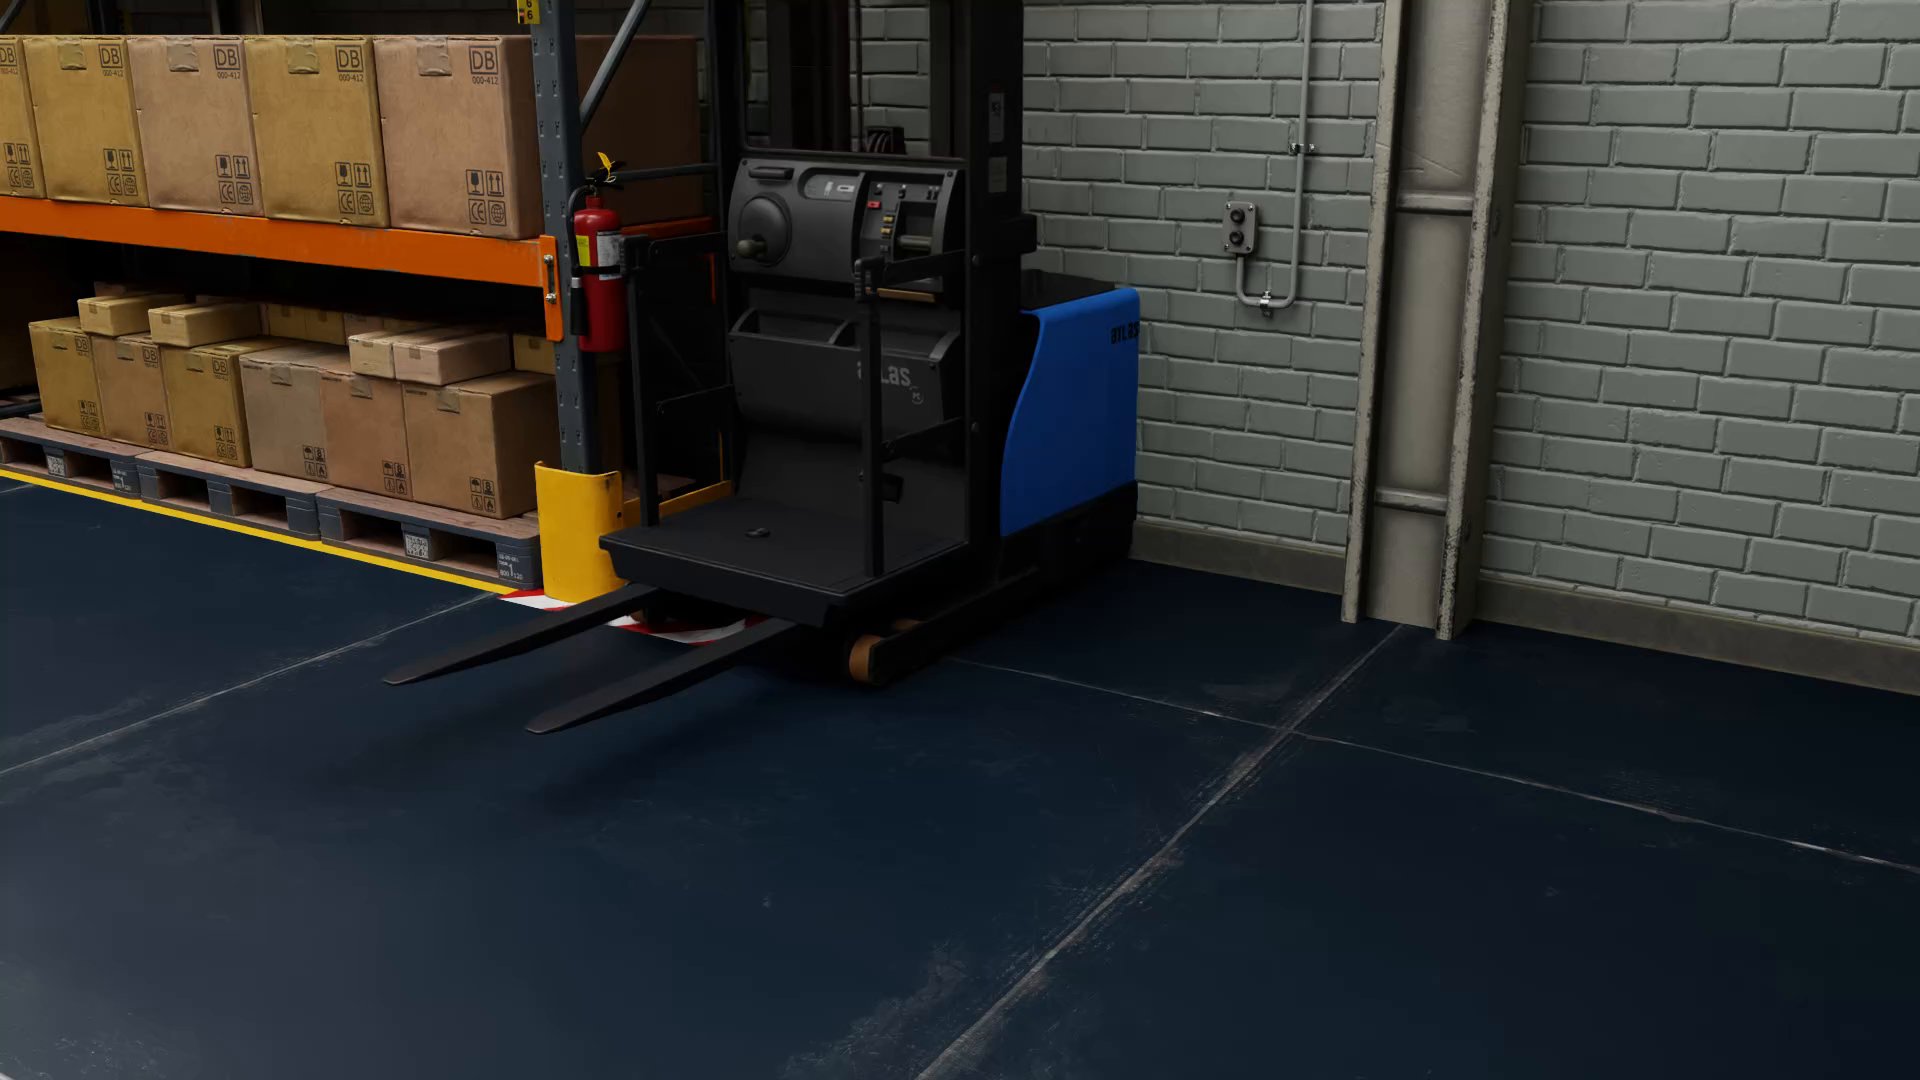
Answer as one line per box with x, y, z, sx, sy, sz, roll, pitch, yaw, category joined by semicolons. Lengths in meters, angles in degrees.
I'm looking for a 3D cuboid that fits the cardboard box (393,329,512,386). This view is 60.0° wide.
-2.000;-0.723;6.564;0.250;0.149;0.380;10;19;29;cardboard box

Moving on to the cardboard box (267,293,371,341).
-2.881;-1.011;7.509;0.250;0.149;0.380;10;19;29;cardboard box

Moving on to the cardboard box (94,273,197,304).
-3.991;-1.208;8.159;0.250;0.149;0.380;10;20;30;cardboard box

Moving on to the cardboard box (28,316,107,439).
-3.972;-0.826;8.019;0.500;0.500;0.700;10;20;31;cardboard box

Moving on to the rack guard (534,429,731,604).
-1.126;-0.152;6.523;0.348;0.500;1.175;10;20;30;rack guard

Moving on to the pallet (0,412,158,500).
-3.948;-0.491;8.135;1.213;0.211;1.003;10;20;30;pallet

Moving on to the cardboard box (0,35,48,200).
-4.101;-2.017;7.846;0.700;0.700;0.980;10;20;31;cardboard box

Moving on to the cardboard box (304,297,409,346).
-2.666;-0.972;7.382;0.250;0.149;0.380;10;20;31;cardboard box

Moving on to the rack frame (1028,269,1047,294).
0.373;-0.470;6.394;0.032;1.125;0.500;8;11;30;rack frame

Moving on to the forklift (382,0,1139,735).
-0.526;-1.091;5.430;1.130;2.935;3.031;11;20;33;forklift

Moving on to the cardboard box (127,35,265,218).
-2.857;-1.797;7.120;0.700;0.700;0.980;9;19;27;cardboard box

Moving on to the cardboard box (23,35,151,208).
-3.482;-1.905;7.476;0.700;0.700;0.980;10;19;29;cardboard box

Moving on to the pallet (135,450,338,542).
-2.904;-0.306;7.525;1.213;0.211;1.003;10;20;30;pallet

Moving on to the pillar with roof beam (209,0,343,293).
-5.759;-3.873;4.147;0.400;9.000;9.100;10;20;30;pillar with roof beam

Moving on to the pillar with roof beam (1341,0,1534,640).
-0.646;-2.960;1.143;0.400;9.000;9.100;10;20;30;pillar with roof beam

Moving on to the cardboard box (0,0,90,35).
-4.811;-2.654;8.447;0.500;0.250;0.500;11;20;32;cardboard box

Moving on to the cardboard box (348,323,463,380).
-2.218;-0.762;6.691;0.250;0.149;0.380;11;20;32;cardboard box

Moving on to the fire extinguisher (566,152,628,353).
-1.260;-0.999;5.785;0.183;0.674;0.296;10;20;30;fire extinguisher

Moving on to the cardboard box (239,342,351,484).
-2.651;-0.591;7.244;0.500;0.500;0.700;9;19;28;cardboard box

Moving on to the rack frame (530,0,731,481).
-1.147;-1.352;6.171;0.127;3.000;1.000;10;20;30;rack frame

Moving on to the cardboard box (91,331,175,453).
-3.545;-0.749;7.764;0.500;0.500;0.700;10;20;30;cardboard box

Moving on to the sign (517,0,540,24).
-1.442;-1.887;5.533;0.005;0.325;0.100;10;20;30;sign

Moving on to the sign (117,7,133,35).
-4.266;-2.550;8.490;0.005;0.325;0.100;10;20;30;sign

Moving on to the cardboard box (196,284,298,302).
-3.316;-1.088;7.765;0.250;0.149;0.380;9;19;28;cardboard box

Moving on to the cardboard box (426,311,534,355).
-2.016;-0.856;7.002;0.250;0.149;0.380;10;20;30;cardboard box

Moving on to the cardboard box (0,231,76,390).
-5.177;-1.200;8.645;0.750;0.750;0.750;10;20;31;cardboard box

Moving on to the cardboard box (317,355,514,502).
-2.222;-0.515;6.993;0.500;0.500;0.700;10;20;30;cardboard box

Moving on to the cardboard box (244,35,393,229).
-2.212;-1.679;6.730;0.700;0.700;0.980;10;20;30;cardboard box

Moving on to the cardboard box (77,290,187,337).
-3.775;-1.039;7.604;0.250;0.149;0.380;11;20;32;cardboard box

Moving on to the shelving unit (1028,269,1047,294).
-0.063;-0.531;6.649;1.048;1.125;0.538;8;11;30;shelving unit

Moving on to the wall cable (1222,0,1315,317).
0.439;-1.878;6.154;1.851;1.984;0.084;10;20;30;wall cable

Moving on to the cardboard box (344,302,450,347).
-2.447;-0.933;7.254;0.250;0.149;0.380;10;20;31;cardboard box

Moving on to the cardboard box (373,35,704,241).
-1.586;-1.571;6.375;0.700;0.700;0.980;11;20;33;cardboard box

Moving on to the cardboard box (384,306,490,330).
-2.229;-0.895;7.128;0.250;0.149;0.380;10;20;31;cardboard box

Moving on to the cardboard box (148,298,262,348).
-3.330;-0.960;7.343;0.250;0.149;0.380;9;19;28;cardboard box

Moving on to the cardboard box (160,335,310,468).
-3.109;-0.670;7.505;0.500;0.500;0.700;11;20;31;cardboard box

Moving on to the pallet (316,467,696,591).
-1.869;-0.120;6.913;1.213;0.211;1.003;10;20;30;pallet

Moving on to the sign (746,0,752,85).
-0.851;-1.941;6.484;0.005;0.325;0.100;10;20;30;sign

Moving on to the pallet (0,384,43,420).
-5.252;-0.725;8.905;1.213;0.211;1.003;10;20;30;pallet

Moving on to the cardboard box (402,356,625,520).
-1.795;-0.439;6.743;0.500;0.500;0.700;10;20;30;cardboard box

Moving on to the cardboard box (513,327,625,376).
-1.584;-0.780;6.749;0.250;0.149;0.380;10;20;30;cardboard box

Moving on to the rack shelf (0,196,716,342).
-2.851;-1.312;7.277;4.000;0.370;1.077;10;20;30;rack shelf

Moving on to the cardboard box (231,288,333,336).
-3.101;-1.050;7.638;0.250;0.149;0.380;10;20;31;cardboard box

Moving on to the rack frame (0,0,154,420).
-4.555;-1.960;8.174;0.127;3.000;1.000;10;20;30;rack frame
